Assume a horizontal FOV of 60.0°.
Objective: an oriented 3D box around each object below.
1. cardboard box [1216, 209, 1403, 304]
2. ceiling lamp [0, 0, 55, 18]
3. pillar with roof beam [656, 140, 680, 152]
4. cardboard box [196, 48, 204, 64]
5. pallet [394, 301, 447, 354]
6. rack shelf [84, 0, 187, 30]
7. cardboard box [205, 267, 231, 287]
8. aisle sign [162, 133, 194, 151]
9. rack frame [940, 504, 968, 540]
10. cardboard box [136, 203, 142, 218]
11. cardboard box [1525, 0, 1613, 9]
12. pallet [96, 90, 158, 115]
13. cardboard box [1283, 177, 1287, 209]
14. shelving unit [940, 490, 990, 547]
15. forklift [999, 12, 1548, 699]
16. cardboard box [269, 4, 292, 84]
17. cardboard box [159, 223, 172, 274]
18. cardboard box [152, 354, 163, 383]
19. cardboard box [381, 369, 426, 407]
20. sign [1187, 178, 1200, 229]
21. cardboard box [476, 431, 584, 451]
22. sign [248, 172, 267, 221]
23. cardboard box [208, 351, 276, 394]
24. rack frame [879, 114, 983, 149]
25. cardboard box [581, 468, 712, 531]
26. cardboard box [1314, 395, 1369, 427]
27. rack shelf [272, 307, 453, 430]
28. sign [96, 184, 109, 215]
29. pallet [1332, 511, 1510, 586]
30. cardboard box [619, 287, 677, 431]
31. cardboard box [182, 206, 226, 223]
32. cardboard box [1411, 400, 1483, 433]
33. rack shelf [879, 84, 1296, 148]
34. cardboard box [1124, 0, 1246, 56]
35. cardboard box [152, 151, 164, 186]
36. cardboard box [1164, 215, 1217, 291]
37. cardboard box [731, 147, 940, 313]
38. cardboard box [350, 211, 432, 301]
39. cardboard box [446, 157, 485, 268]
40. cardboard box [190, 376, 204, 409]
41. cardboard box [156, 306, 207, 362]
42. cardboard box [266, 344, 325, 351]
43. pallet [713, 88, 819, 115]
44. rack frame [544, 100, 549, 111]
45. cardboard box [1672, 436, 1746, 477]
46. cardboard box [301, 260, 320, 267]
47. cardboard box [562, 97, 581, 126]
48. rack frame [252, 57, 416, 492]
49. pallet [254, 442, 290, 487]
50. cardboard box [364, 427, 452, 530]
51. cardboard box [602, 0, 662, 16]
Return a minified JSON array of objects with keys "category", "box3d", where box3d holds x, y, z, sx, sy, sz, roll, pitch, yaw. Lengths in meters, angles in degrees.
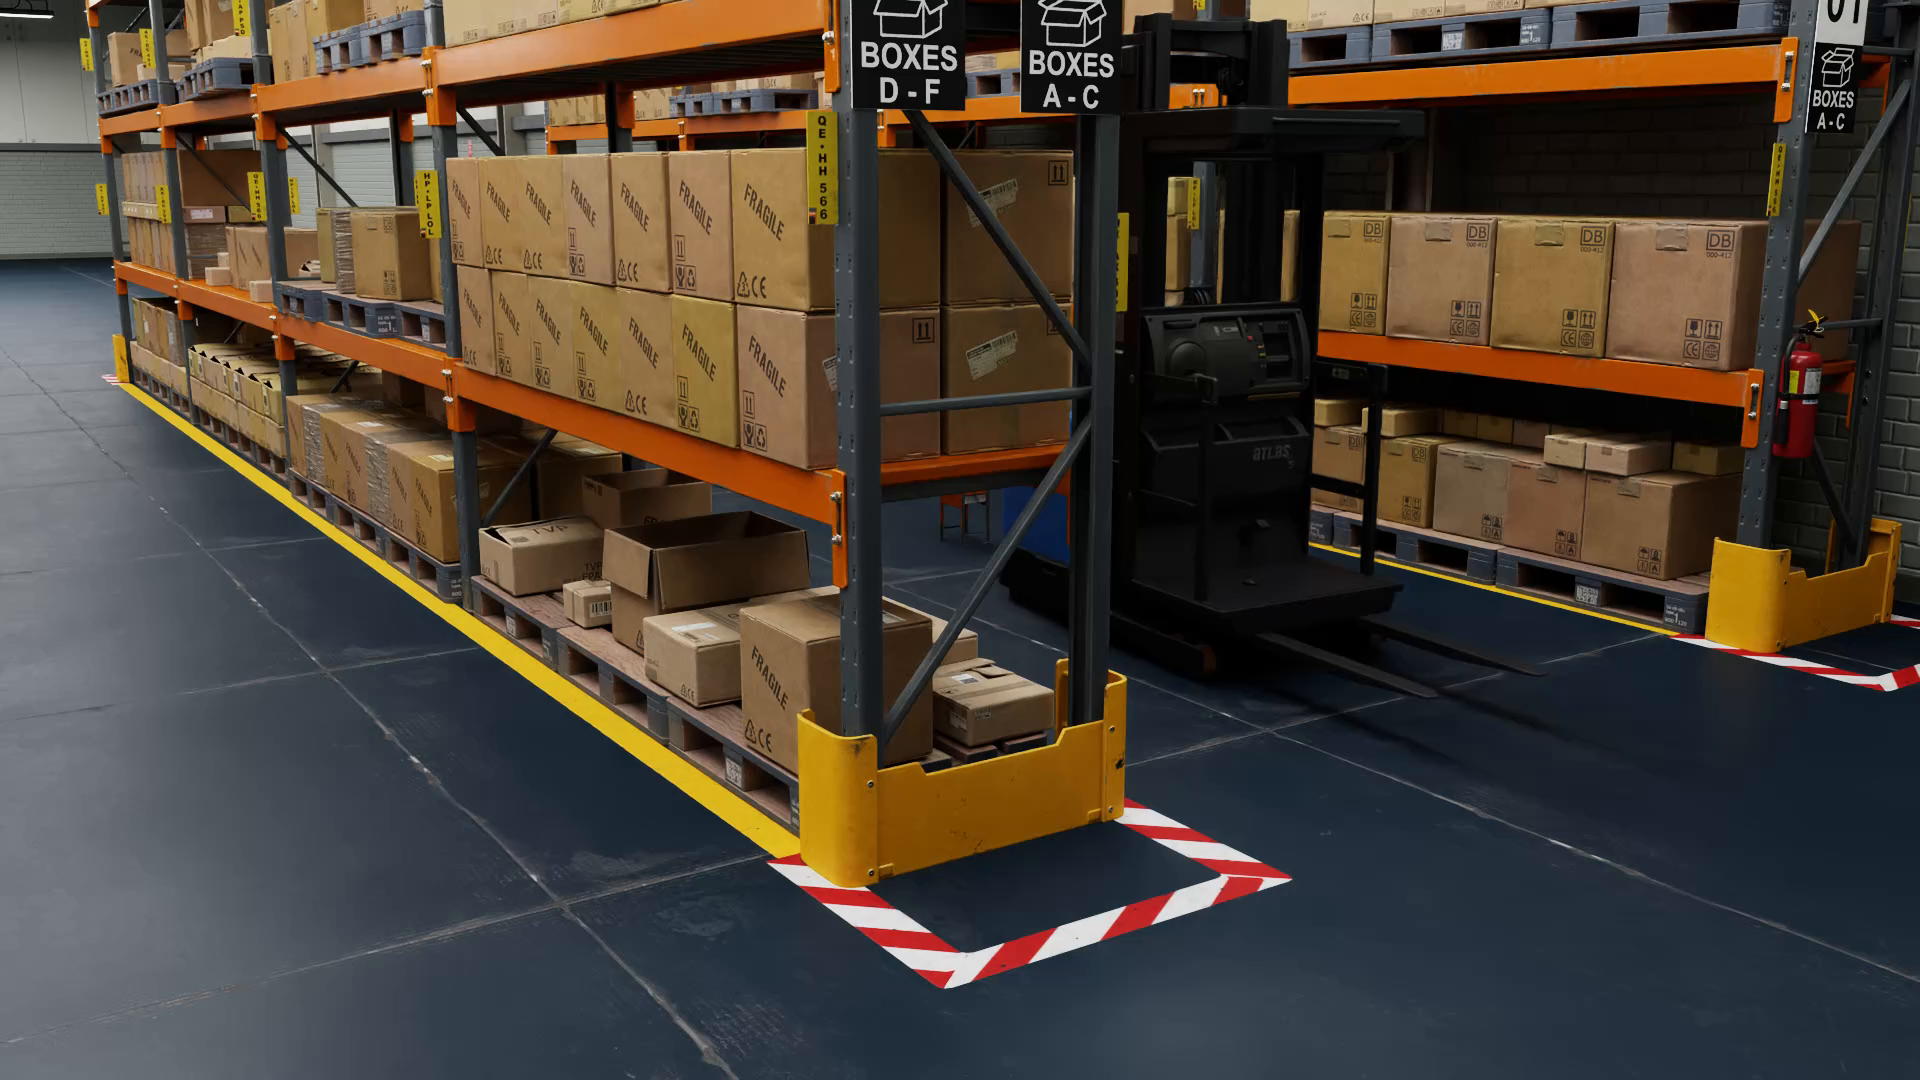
[{"category":"cardboard box","box3d":[2.261,-1.784,10.797,0.980,0.700,0.700,-8,15,-32]},{"category":"ceiling lamp","box3d":[-22.177,-13.691,38.243,2.000,3.185,0.800,-8,15,-33]},{"category":"pillar with roof beam","box3d":[-7.151,-6.269,17.966,9.100,9.000,0.400,-8,15,-33]},{"category":"cardboard box","box3d":[-6.247,-4.058,14.245,0.500,0.250,0.500,-6,14,-27]},{"category":"pallet","box3d":[-2.500,-1.210,9.324,1.003,0.211,1.213,-8,15,-33]},{"category":"rack shelf","box3d":[-7.688,-5.311,16.206,1.077,0.370,4.000,-8,15,-33]},{"category":"cardboard box","box3d":[-6.259,-2.267,14.296,0.380,0.149,0.250,-8,15,-33]},{"category":"aisle sign","box3d":[-8.588,-4.600,18.289,0.394,0.787,0.004,-8,15,-33]},{"category":"rack frame","box3d":[-0.038,-0.525,10.305,0.200,1.050,0.008,-8,15,-33]},{"category":"cardboard box","box3d":[-8.185,-3.370,17.000,0.380,0.149,0.250,-9,15,-35]},{"category":"cardboard box","box3d":[3.274,-2.862,8.541,0.500,0.250,0.500,-9,15,-35]},{"category":"pallet","box3d":[-8.426,-4.577,17.454,1.003,0.211,1.213,-8,15,-33]},{"category":"cardboard box","box3d":[1.936,-2.419,11.669,0.500,0.250,0.500,-8,14,-31]},{"category":"shelving unit","box3d":[0.030,-0.503,10.206,0.215,1.050,0.252,-8,15,-33]},{"category":"forklift","box3d":[1.377,-0.913,7.676,1.130,2.935,3.031,-7,14,-29]},{"category":"cardboard box","box3d":[-4.094,-3.301,11.180,0.910,0.500,0.500,-8,15,-33]},{"category":"cardboard box","box3d":[-7.404,-2.882,16.283,0.700,0.500,0.500,-8,15,-32]},{"category":"cardboard box","box3d":[-7.855,-1.756,16.825,0.500,0.250,0.500,-8,15,-33]},{"category":"cardboard box","box3d":[-3.616,-1.072,11.311,0.500,0.250,0.500,-7,14,-31]},{"category":"sign","box3d":[1.528,-2.197,10.862,0.100,0.325,0.005,-8,15,-33]},{"category":"cardboard box","box3d":[-2.518,-0.351,9.768,0.500,0.500,0.500,-8,15,-32]},{"category":"sign","box3d":[-4.824,-2.360,11.421,0.100,0.325,0.005,-8,15,-33]},{"category":"cardboard box","box3d":[-5.998,-1.423,13.989,0.500,0.311,0.500,-9,15,-35]},{"category":"rack frame","box3d":[-0.242,-2.447,14.532,1.000,3.000,0.127,-8,15,-33]},{"category":"cardboard box","box3d":[-1.596,-0.075,8.505,0.500,0.500,0.500,-8,15,-33]},{"category":"cardboard box","box3d":[2.341,-0.809,10.391,0.380,0.149,0.250,-8,14,-31]},{"category":"rack shelf","box3d":[-3.256,-1.153,10.298,1.077,0.370,4.000,-8,15,-33]},{"category":"sign","box3d":[-9.262,-3.680,17.957,0.100,0.325,0.005,-8,15,-33]},{"category":"pallet","box3d":[3.010,-0.012,9.923,1.003,0.211,1.213,-8,15,-33]},{"category":"cardboard box","box3d":[-0.969,-0.715,6.377,0.500,0.500,0.500,-8,15,-32]},{"category":"cardboard box","box3d":[-6.909,-2.961,15.126,0.380,0.149,0.250,-8,15,-33]},{"category":"cardboard box","box3d":[2.967,-0.756,10.146,0.380,0.149,0.250,-8,15,-32]},{"category":"rack shelf","box3d":[0.866,-3.206,12.662,1.077,0.370,4.000,-8,15,-33]},{"category":"cardboard box","box3d":[1.578,-3.635,11.676,0.700,0.500,0.500,-9,15,-36]},{"category":"cardboard box","box3d":[-7.389,-3.511,16.127,0.700,0.500,0.500,-8,15,-33]},{"category":"cardboard box","box3d":[1.508,-1.992,11.473,0.500,0.500,0.500,-8,15,-34]},{"category":"cardboard box","box3d":[-0.407,-1.022,5.437,0.500,0.500,0.500,-8,15,-33]},{"category":"cardboard box","box3d":[-3.178,-1.710,9.943,0.500,0.500,0.700,11,16,41]},{"category":"cardboard box","box3d":[-2.121,-1.569,7.942,0.500,0.500,0.500,-8,14,-31]},{"category":"cardboard box","box3d":[-6.563,-1.333,14.888,0.500,0.250,0.500,-9,15,-34]},{"category":"cardboard box","box3d":[-7.567,-2.035,16.346,0.500,0.500,0.500,-8,15,-33]},{"category":"cardboard box","box3d":[-5.824,-1.578,14.696,0.500,0.311,0.500,-8,14,-31]},{"category":"pallet","box3d":[-1.628,-4.226,16.083,1.213,0.211,1.003,-8,15,-33]},{"category":"rack frame","box3d":[-4.675,-6.801,20.397,1.000,3.000,0.127,-8,15,-33]},{"category":"cardboard box","box3d":[3.955,-0.440,8.701,0.380,0.149,0.250,-8,15,-32]},{"category":"cardboard box","box3d":[-4.698,-1.999,12.690,0.500,0.311,0.500,-8,15,-33]},{"category":"cardboard box","box3d":[-4.430,-5.205,19.842,0.500,0.500,0.500,-7,14,-29]},{"category":"rack frame","box3d":[-4.364,-1.860,11.848,1.000,3.000,0.127,-8,15,-33]},{"category":"pallet","box3d":[-4.788,-0.649,12.836,1.003,0.211,1.213,-8,15,-33]},{"category":"cardboard box","box3d":[-3.204,-0.375,9.876,0.500,0.500,0.500,-8,15,-32]},{"category":"cardboard box","box3d":[-0.992,-2.067,6.124,0.500,0.250,0.500,-8,15,-33]}]
